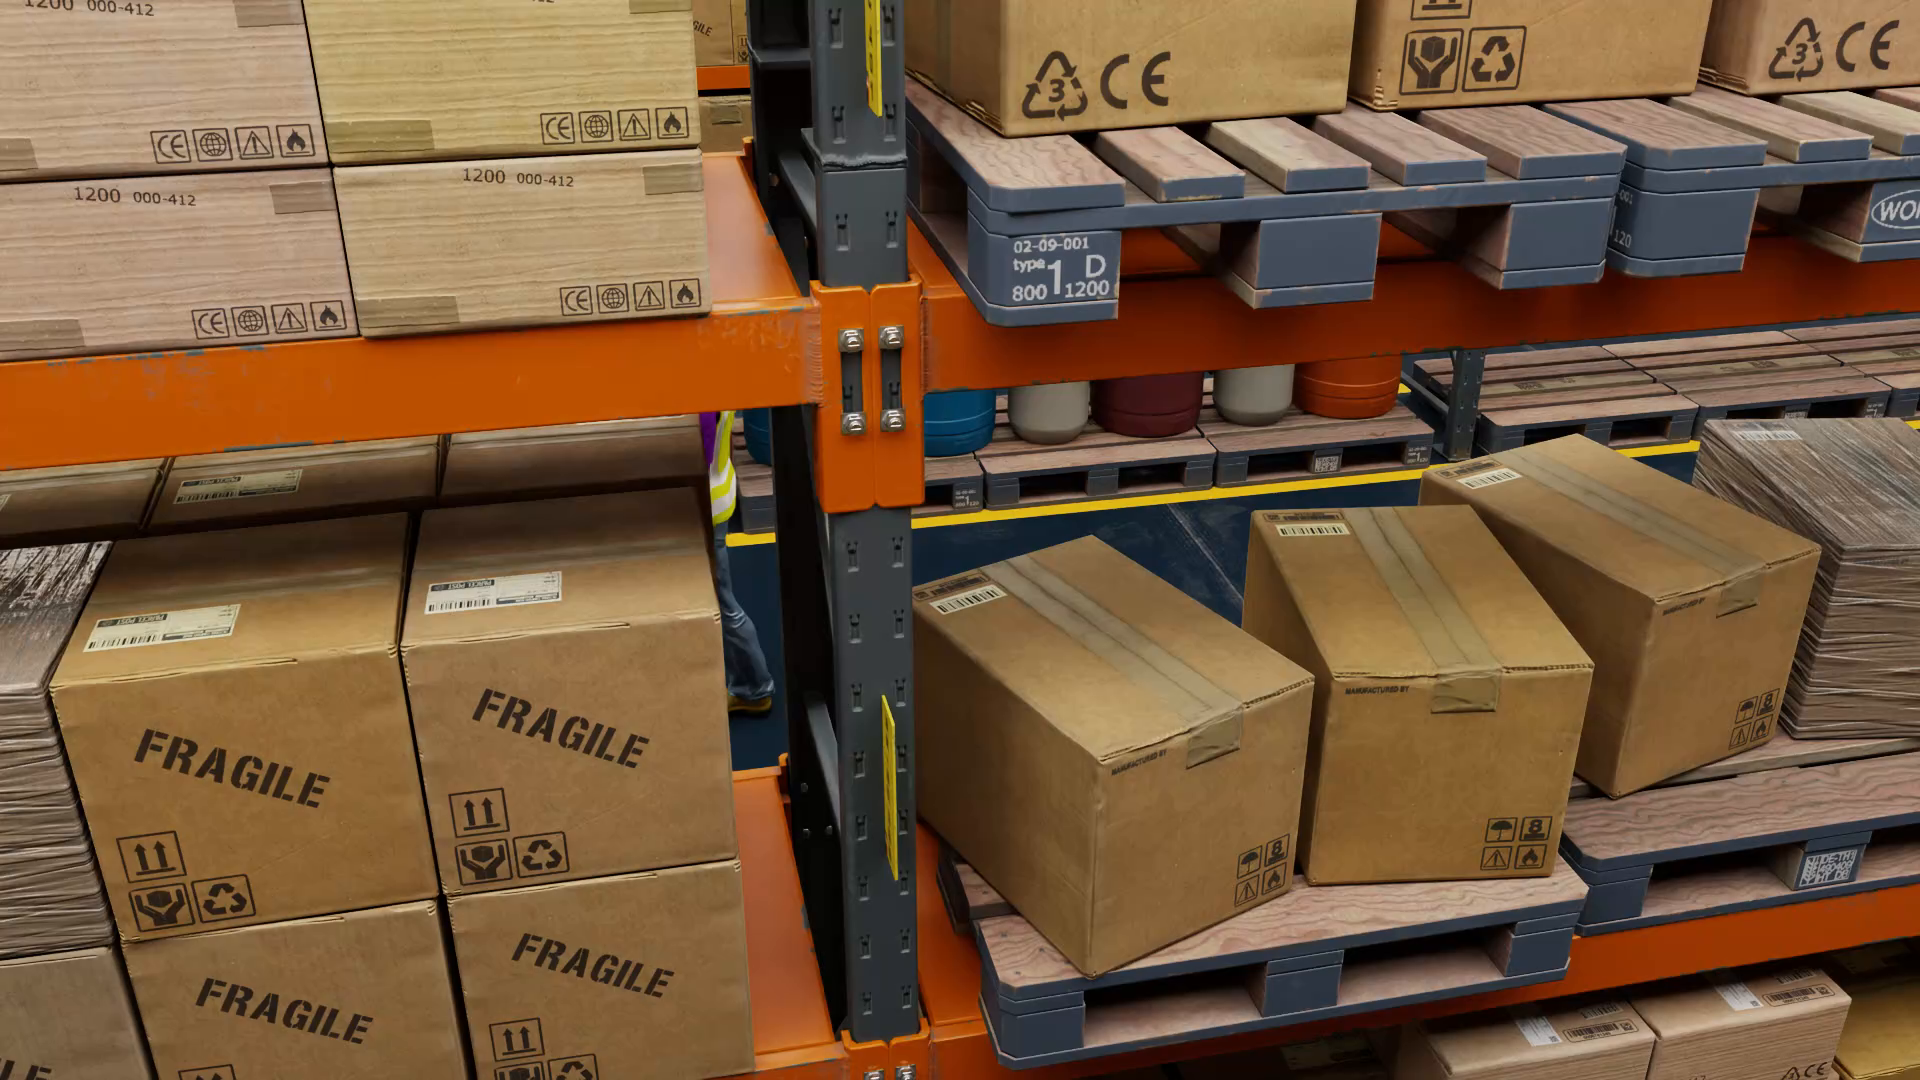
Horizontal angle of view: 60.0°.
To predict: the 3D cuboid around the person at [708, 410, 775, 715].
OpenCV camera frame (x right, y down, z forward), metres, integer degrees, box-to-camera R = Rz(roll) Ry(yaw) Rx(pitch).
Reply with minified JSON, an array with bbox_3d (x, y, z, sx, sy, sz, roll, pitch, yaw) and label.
[{"bbox_3d":[-6.715,-8.001,13.992,11.653,9.000,21.500,0,27,-1],"label":"person"}]
